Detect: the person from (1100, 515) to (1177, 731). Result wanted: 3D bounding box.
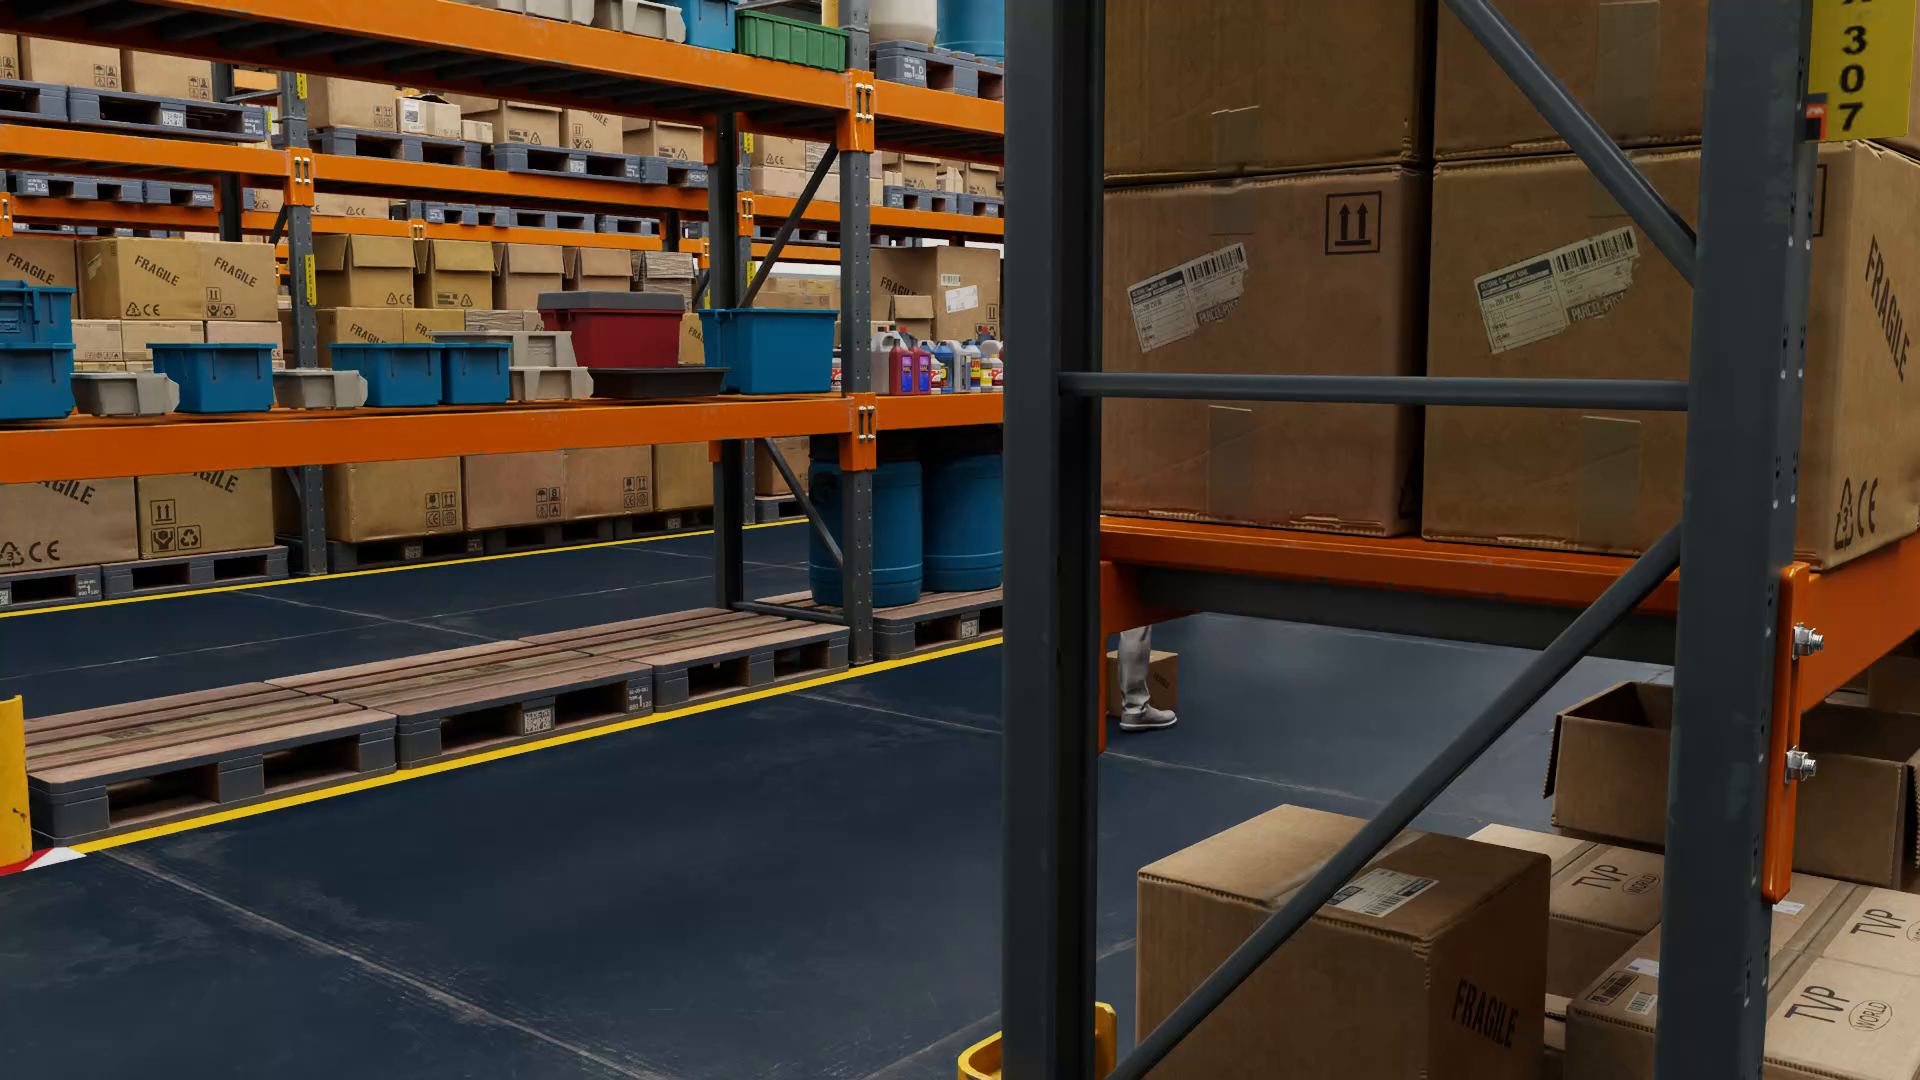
[{"bbox_3d":[0.611,-0.068,6.801,0.536,1.663,0.378,5,9,37],"label":"person"}]
